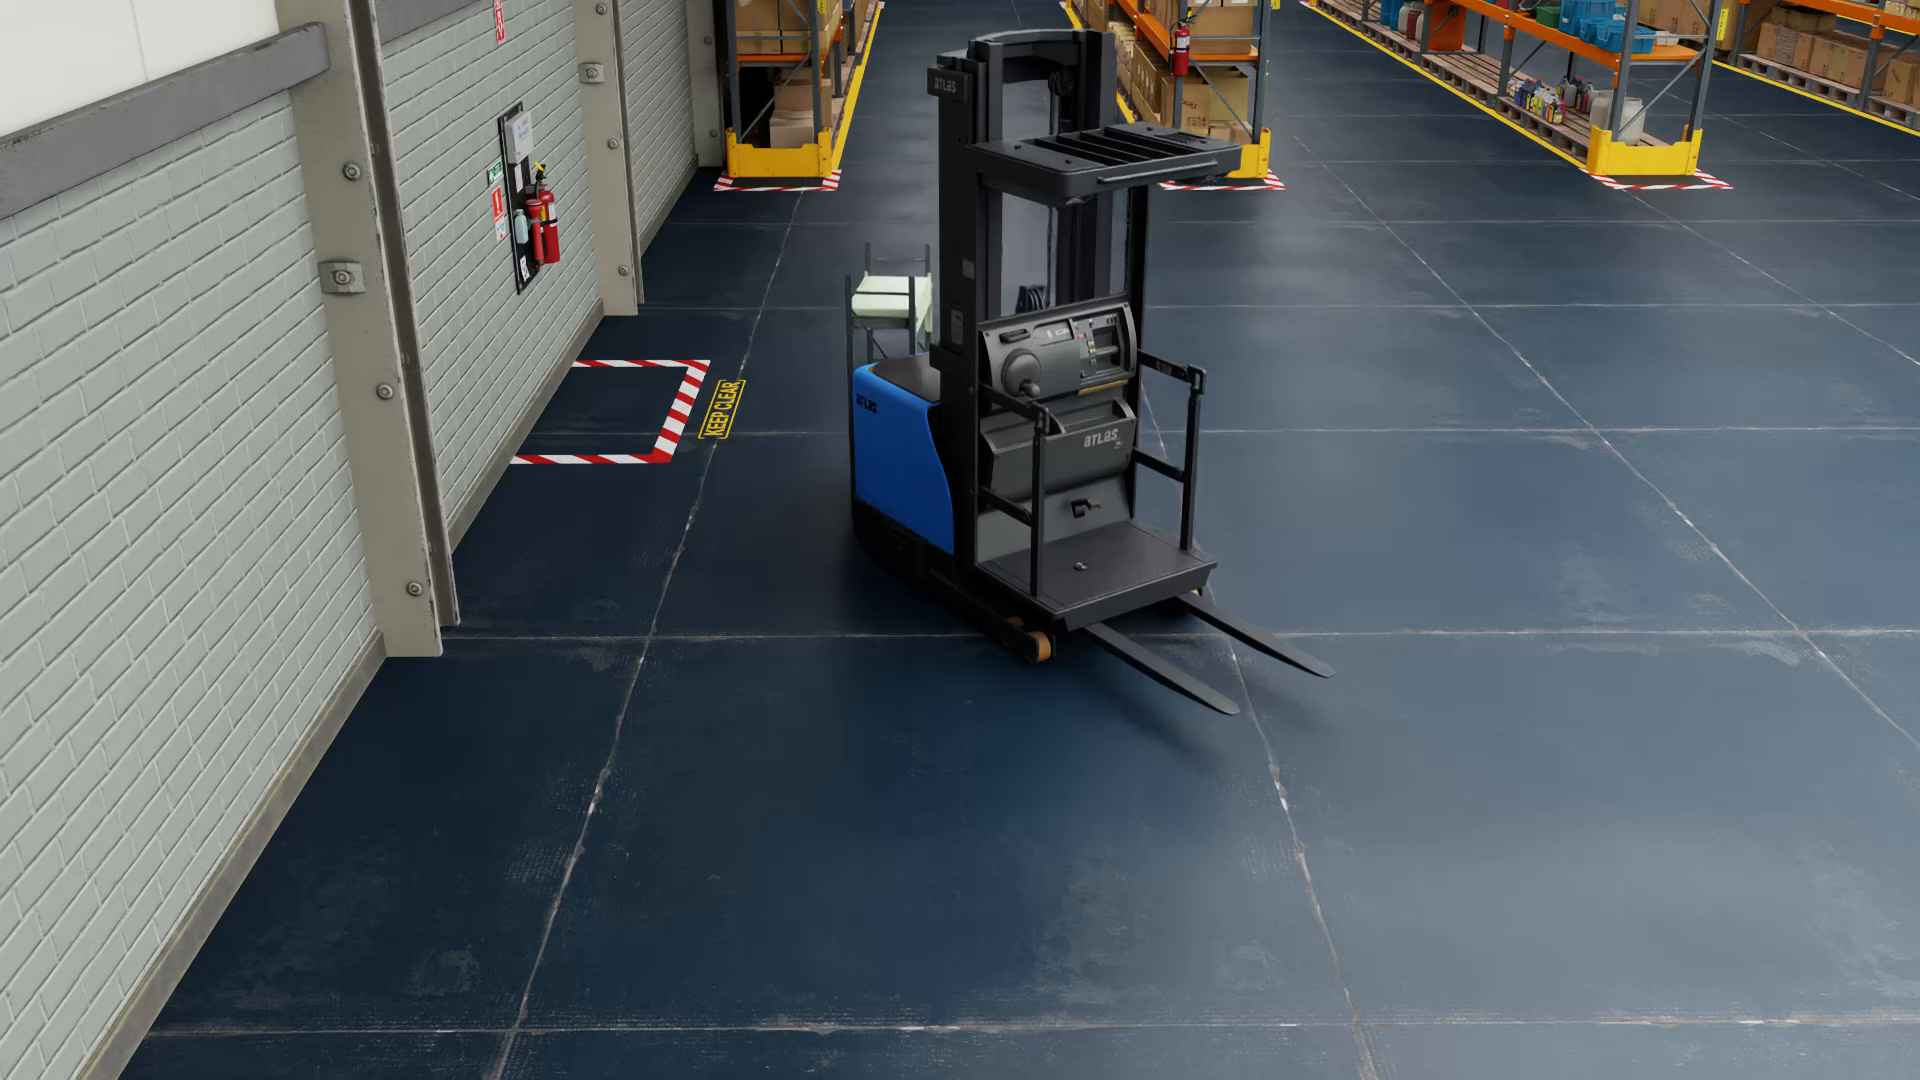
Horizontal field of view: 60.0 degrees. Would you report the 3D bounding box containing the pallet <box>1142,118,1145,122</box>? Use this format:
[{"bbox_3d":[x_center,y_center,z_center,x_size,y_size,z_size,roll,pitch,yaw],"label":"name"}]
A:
[{"bbox_3d":[2.838,-5.087,20.741,1.003,0.211,1.213,0,24,-1],"label":"pallet"}]

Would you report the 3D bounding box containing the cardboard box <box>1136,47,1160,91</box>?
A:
[{"bbox_3d":[2.560,-6.071,21.451,0.500,0.500,0.500,0,24,-1],"label":"cardboard box"}]

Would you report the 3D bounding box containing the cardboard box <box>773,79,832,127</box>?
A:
[{"bbox_3d":[-1.936,-5.402,20.553,0.700,0.500,0.500,-2,24,-4],"label":"cardboard box"}]

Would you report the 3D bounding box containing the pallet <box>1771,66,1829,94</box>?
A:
[{"bbox_3d":[12.735,-6.787,24.499,1.003,0.211,1.213,0,24,-1],"label":"pallet"}]

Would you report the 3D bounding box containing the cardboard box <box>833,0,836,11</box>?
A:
[{"bbox_3d":[-1.772,-6.627,20.011,0.500,0.500,0.500,0,24,1],"label":"cardboard box"}]

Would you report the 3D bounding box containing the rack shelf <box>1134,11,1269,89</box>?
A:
[{"bbox_3d":[2.877,-6.037,20.332,1.077,0.370,4.000,0,24,-1],"label":"rack shelf"}]

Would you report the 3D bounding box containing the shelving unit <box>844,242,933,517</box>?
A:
[{"bbox_3d":[-0.416,-0.966,10.067,0.431,1.500,0.755,2,24,5],"label":"shelving unit"}]

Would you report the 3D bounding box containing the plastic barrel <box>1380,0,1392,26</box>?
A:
[{"bbox_3d":[7.710,-9.518,29.191,0.600,0.901,0.708,0,24,-1],"label":"plastic barrel"}]

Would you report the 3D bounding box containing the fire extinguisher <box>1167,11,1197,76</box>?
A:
[{"bbox_3d":[2.435,-5.455,18.265,0.296,0.674,0.183,0,24,-1],"label":"fire extinguisher"}]

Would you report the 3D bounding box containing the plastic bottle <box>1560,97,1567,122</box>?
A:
[{"bbox_3d":[7.524,-5.384,20.777,0.061,0.283,0.133,0,24,-1],"label":"plastic bottle"}]

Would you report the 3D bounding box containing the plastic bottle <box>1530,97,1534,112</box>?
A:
[{"bbox_3d":[7.384,-5.607,21.368,0.097,0.201,0.097,0,24,0],"label":"plastic bottle"}]

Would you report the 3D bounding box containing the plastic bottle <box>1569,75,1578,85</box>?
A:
[{"bbox_3d":[8.103,-5.940,21.923,0.144,0.351,0.185,-1,24,-2],"label":"plastic bottle"}]

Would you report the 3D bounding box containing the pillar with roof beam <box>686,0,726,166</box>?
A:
[{"bbox_3d":[1.377,-8.555,17.745,9.100,9.000,0.400,0,24,-1],"label":"pillar with roof beam"}]

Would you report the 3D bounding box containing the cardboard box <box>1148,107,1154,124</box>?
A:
[{"bbox_3d":[2.573,-5.111,20.238,0.500,0.250,0.500,0,24,-1],"label":"cardboard box"}]

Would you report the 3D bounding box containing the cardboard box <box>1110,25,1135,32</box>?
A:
[{"bbox_3d":[2.538,-7.598,25.056,0.500,0.311,0.500,-1,24,-2],"label":"cardboard box"}]

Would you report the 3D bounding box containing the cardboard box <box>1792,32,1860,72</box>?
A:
[{"bbox_3d":[12.776,-7.204,24.538,0.700,0.500,0.500,2,24,4],"label":"cardboard box"}]

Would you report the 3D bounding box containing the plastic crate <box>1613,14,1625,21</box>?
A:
[{"bbox_3d":[8.079,-6.422,20.629,0.530,0.136,0.437,0,24,-1],"label":"plastic crate"}]

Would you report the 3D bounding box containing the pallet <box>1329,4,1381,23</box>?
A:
[{"bbox_3d":[7.658,-10.043,31.699,1.003,0.211,1.213,0,24,-1],"label":"pallet"}]

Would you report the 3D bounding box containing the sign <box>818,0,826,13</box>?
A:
[{"bbox_3d":[-1.512,-5.914,18.136,0.100,0.325,0.005,0,24,-1],"label":"sign"}]

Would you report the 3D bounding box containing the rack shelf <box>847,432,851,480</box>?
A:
[{"bbox_3d":[-0.416,-0.669,10.201,0.431,0.370,0.720,2,24,5],"label":"rack shelf"}]

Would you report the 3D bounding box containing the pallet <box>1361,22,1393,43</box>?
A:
[{"bbox_3d":[7.688,-8.918,29.212,1.003,0.211,1.213,0,24,-1],"label":"pallet"}]

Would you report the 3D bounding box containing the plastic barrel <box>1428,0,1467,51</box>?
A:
[{"bbox_3d":[7.742,-8.262,26.502,0.600,0.830,0.708,0,24,-1],"label":"plastic barrel"}]

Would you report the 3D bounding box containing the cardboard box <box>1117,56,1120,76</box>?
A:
[{"bbox_3d":[2.547,-6.926,24.252,0.500,0.250,0.500,0,24,1],"label":"cardboard box"}]

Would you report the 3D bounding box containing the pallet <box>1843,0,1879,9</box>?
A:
[{"bbox_3d":[12.898,-7.461,22.838,1.003,0.211,1.213,0,24,-1],"label":"pallet"}]

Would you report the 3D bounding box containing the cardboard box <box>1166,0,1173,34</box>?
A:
[{"bbox_3d":[2.887,-6.417,20.177,0.700,0.500,0.500,0,24,1],"label":"cardboard box"}]

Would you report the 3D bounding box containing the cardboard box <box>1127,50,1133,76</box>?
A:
[{"bbox_3d":[2.564,-6.549,22.737,0.500,0.311,0.500,0,24,-1],"label":"cardboard box"}]

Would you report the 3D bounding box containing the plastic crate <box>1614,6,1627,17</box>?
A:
[{"bbox_3d":[8.092,-6.688,21.077,0.499,0.251,0.616,0,24,-1],"label":"plastic crate"}]

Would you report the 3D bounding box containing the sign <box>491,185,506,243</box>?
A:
[{"bbox_3d":[-2.970,-2.099,10.708,0.001,0.329,0.234,0,24,-1],"label":"sign"}]

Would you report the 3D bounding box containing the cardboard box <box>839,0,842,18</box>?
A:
[{"bbox_3d":[-1.790,-6.913,21.552,0.500,0.250,0.500,0,24,0],"label":"cardboard box"}]

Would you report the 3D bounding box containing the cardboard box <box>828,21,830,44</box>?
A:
[{"bbox_3d":[-1.762,-5.875,19.257,0.500,0.250,0.500,-1,24,-2],"label":"cardboard box"}]

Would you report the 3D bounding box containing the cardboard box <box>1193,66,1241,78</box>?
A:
[{"bbox_3d":[3.090,-5.455,20.089,0.500,0.500,0.500,0,24,-1],"label":"cardboard box"}]

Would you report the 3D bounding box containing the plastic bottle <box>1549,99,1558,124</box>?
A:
[{"bbox_3d":[7.374,-5.328,20.652,0.061,0.283,0.133,0,24,1],"label":"plastic bottle"}]

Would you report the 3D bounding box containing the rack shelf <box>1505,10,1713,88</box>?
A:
[{"bbox_3d":[7.830,-6.058,20.378,1.077,0.370,4.000,0,24,-1],"label":"rack shelf"}]

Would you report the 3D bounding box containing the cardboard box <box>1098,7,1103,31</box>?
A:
[{"bbox_3d":[2.561,-8.497,27.396,0.500,0.500,0.500,-1,24,-2],"label":"cardboard box"}]

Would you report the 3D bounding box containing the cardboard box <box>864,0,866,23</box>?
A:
[{"bbox_3d":[-2.048,-9.407,29.008,0.750,0.750,0.750,0,24,0],"label":"cardboard box"}]

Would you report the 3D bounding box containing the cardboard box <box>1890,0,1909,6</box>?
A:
[{"bbox_3d":[12.704,-7.228,21.609,0.875,0.500,0.500,0,24,-1],"label":"cardboard box"}]

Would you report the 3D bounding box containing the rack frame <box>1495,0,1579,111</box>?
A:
[{"bbox_3d":[7.808,-7.210,22.052,1.000,3.000,0.127,0,24,-1],"label":"rack frame"}]

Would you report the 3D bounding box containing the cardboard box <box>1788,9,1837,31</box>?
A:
[{"bbox_3d":[12.770,-7.789,24.922,0.500,0.250,0.500,2,24,5],"label":"cardboard box"}]

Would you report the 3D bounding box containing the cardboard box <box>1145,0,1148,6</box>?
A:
[{"bbox_3d":[2.662,-7.490,22.833,0.396,0.266,0.258,-1,24,-2],"label":"cardboard box"}]

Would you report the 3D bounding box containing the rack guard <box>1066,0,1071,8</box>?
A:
[{"bbox_3d":[2.725,-10.964,33.385,1.175,0.500,0.348,0,24,-1],"label":"rack guard"}]

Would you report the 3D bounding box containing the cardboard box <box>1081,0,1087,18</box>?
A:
[{"bbox_3d":[2.478,-9.781,30.236,0.500,0.500,0.500,0,24,-1],"label":"cardboard box"}]

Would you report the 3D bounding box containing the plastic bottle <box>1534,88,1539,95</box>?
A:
[{"bbox_3d":[7.443,-5.695,21.478,0.097,0.271,0.097,0,24,0],"label":"plastic bottle"}]

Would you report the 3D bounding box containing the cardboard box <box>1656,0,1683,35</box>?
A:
[{"bbox_3d":[12.711,-9.120,28.344,1.225,0.875,0.875,-1,24,-2],"label":"cardboard box"}]

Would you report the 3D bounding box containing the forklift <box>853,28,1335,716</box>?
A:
[{"bbox_3d":[0.634,-0.937,8.265,1.130,2.935,3.031,-16,29,-31],"label":"forklift"}]

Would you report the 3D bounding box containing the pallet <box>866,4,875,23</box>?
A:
[{"bbox_3d":[-2.132,-10.009,31.625,1.003,0.211,1.213,0,24,-1],"label":"pallet"}]

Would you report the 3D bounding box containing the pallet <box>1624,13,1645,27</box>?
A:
[{"bbox_3d":[12.743,-9.572,30.658,1.003,0.211,1.213,0,24,-1],"label":"pallet"}]

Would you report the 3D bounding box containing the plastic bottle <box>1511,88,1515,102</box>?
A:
[{"bbox_3d":[7.375,-5.918,22.058,0.097,0.201,0.097,0,24,0],"label":"plastic bottle"}]

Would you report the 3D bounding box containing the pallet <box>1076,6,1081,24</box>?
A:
[{"bbox_3d":[2.745,-10.002,31.609,1.003,0.211,1.213,0,24,-1],"label":"pallet"}]

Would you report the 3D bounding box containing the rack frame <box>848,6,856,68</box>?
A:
[{"bbox_3d":[-2.142,-8.814,25.598,1.000,3.000,0.127,0,24,-1],"label":"rack frame"}]
